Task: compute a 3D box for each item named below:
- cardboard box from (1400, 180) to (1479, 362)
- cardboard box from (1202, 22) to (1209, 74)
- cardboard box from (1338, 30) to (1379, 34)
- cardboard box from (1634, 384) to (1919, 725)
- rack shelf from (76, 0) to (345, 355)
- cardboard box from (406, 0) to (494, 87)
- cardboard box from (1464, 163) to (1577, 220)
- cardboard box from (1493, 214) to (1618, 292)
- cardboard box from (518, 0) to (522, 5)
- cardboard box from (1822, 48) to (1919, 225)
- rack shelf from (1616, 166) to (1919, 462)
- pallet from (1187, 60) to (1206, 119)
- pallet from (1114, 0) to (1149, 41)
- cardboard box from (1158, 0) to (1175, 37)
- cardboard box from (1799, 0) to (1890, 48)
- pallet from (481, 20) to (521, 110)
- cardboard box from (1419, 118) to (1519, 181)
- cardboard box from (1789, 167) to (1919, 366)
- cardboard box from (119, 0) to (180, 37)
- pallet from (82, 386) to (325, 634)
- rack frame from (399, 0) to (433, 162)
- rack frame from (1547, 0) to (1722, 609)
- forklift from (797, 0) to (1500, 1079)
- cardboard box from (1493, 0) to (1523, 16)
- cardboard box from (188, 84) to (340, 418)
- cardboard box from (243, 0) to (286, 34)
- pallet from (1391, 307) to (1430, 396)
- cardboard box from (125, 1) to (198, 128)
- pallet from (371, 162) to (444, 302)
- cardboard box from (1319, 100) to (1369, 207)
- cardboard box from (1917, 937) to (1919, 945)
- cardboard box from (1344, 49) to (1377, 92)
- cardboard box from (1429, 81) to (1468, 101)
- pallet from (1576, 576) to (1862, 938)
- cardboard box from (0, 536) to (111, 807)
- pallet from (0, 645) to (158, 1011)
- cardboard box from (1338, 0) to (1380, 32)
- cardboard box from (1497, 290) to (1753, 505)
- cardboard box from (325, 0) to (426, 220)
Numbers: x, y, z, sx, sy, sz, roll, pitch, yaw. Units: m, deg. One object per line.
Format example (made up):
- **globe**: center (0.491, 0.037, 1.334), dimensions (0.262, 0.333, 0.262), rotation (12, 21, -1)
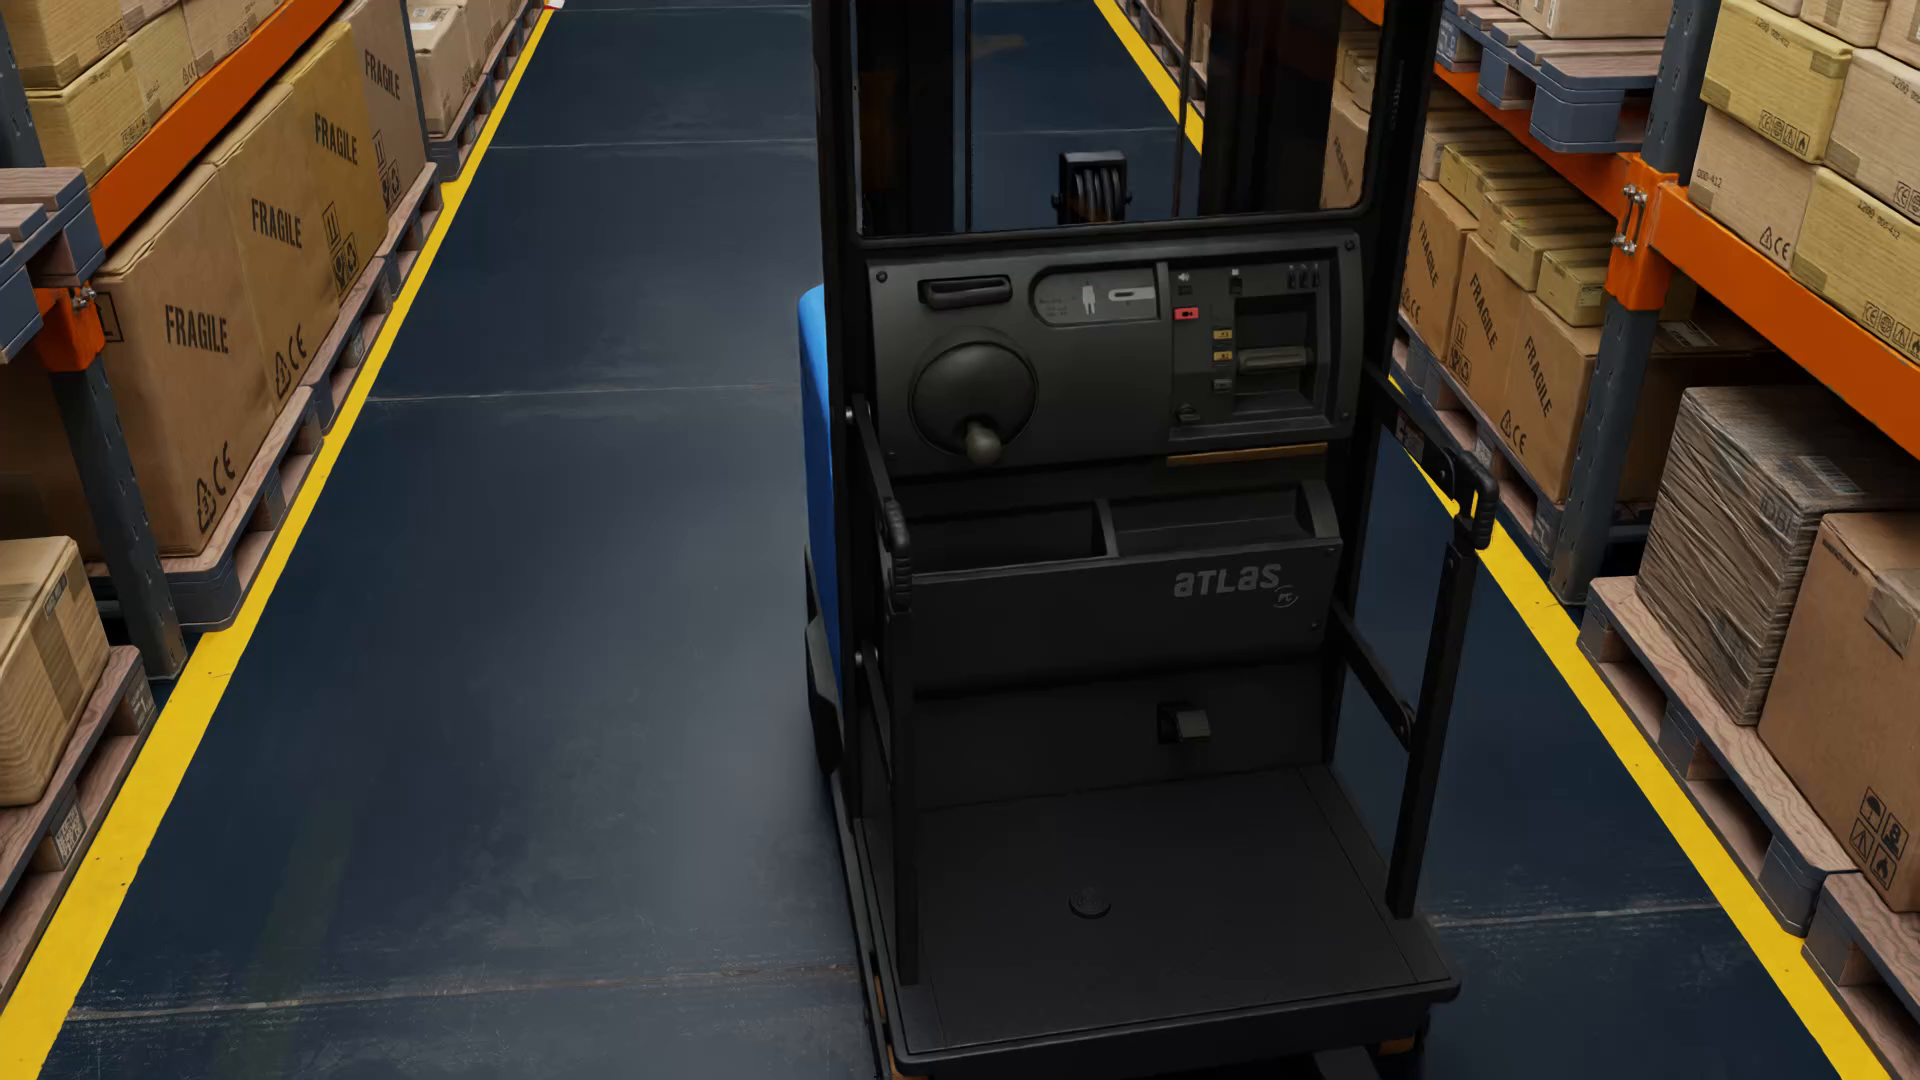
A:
- **cardboard box**: center (1.932, -0.977, 5.988), dimensions (0.500, 0.500, 0.500), rotation (-1, 31, -2)
- **cardboard box**: center (1.522, -2.642, 9.005), dimensions (0.396, 0.266, 0.258), rotation (-2, 31, -3)
- **cardboard box**: center (1.771, -2.235, 7.462), dimensions (0.380, 0.149, 0.250), rotation (-4, 31, -6)
- **cardboard box**: center (2.318, 0.018, 4.202), dimensions (0.875, 0.625, 0.625), rotation (-2, 31, -3)
- **rack shelf**: center (-2.855, -1.613, 5.727), dimensions (1.077, 0.370, 4.000), rotation (-3, 31, -5)
- **cardboard box**: center (-3.078, -2.806, 9.112), dimensions (0.875, 0.438, 0.875), rotation (-4, 31, -6)
- **cardboard box**: center (1.959, -1.178, 5.692), dimensions (0.380, 0.149, 0.250), rotation (-2, 31, -3)
- **cardboard box**: center (1.919, -0.904, 5.234), dimensions (0.380, 0.149, 0.250), rotation (-4, 31, -7)
- **cardboard box**: center (-3.254, -3.734, 10.665), dimensions (0.875, 0.438, 0.875), rotation (-4, 31, -6)
- **cardboard box**: center (2.118, -0.797, 3.318), dimensions (0.500, 0.250, 0.500), rotation (-2, 31, -3)
- **rack shelf**: center (2.461, 0.189, 2.710), dimensions (1.077, 0.370, 4.000), rotation (-3, 31, -5)
- **pallet**: center (1.837, -2.336, 8.956), dimensions (1.003, 0.211, 1.213), rotation (-3, 31, -5)
- **pallet**: center (1.609, -3.582, 11.042), dimensions (1.003, 0.211, 1.213), rotation (-3, 31, -5)
- **cardboard box**: center (1.480, -3.302, 9.882), dimensions (0.500, 0.500, 0.500), rotation (-2, 31, -4)
- **cardboard box**: center (2.036, -1.149, 3.519), dimensions (0.380, 0.149, 0.250), rotation (-2, 31, -4)
- **pallet**: center (-3.152, -2.762, 9.669), dimensions (1.003, 0.211, 1.213), rotation (-3, 31, -5)
- **cardboard box**: center (1.879, -1.445, 6.139), dimensions (0.380, 0.149, 0.250), rotation (-4, 31, -7)
- **cardboard box**: center (2.114, -0.581, 3.444), dimensions (0.500, 0.250, 0.500), rotation (-3, 31, -6)
- **cardboard box**: center (-2.517, -1.586, 4.638), dimensions (0.500, 0.250, 0.500), rotation (-2, 31, -3)
- **pallet**: center (-2.667, -0.110, 5.228), dimensions (1.003, 0.211, 1.213), rotation (-3, 31, -5)
- **rack frame**: center (-3.042, -2.943, 7.252), dimensions (1.000, 3.000, 0.127), rotation (-3, 31, -5)
- **rack frame**: center (2.274, -1.141, 4.235), dimensions (1.000, 3.000, 0.127), rotation (-3, 31, -5)
- **forklift**: center (0.338, -0.301, 2.896), dimensions (1.130, 2.935, 3.031), rotation (-5, 31, -9)
- **cardboard box**: center (1.853, -1.780, 5.041), dimensions (0.500, 0.250, 0.500), rotation (-4, 31, -7)
- **cardboard box**: center (-2.729, -0.981, 5.630), dimensions (0.875, 0.875, 0.875), rotation (-2, 31, -4)
- **cardboard box**: center (-2.622, -1.880, 5.618), dimensions (0.500, 0.250, 0.500), rotation (-3, 31, -5)
- **pallet**: center (2.131, -0.948, 6.631), dimensions (1.003, 0.211, 1.213), rotation (-3, 31, -5)
- **cardboard box**: center (-2.529, -1.360, 4.748), dimensions (0.500, 0.250, 0.500), rotation (-4, 31, -6)
- **pallet**: center (-2.895, -1.356, 7.314), dimensions (1.003, 0.211, 1.213), rotation (-3, 31, -5)
- **cardboard box**: center (1.823, -1.506, 6.874), dimensions (0.500, 0.500, 0.500), rotation (-4, 31, -6)
- **cardboard box**: center (2.450, 0.695, 3.068), dimensions (0.875, 0.625, 0.625), rotation (-4, 31, -7)
- **cardboard box**: center (1.846, -1.965, 7.011), dimensions (0.380, 0.149, 0.250), rotation (-3, 31, -5)
- **cardboard box**: center (1.853, -1.709, 6.582), dimensions (0.380, 0.149, 0.250), rotation (-2, 31, -3)
- **pallet**: center (2.312, 0.479, 4.243), dimensions (1.003, 0.211, 1.213), rotation (-3, 31, -5)
- **cardboard box**: center (-2.625, 0.336, 3.916), dimensions (0.950, 0.372, 0.625), rotation (-5, 31, -8)
- **pallet**: center (-2.596, 0.695, 3.880), dimensions (1.003, 0.211, 1.213), rotation (-3, 31, -5)
- **cardboard box**: center (1.741, -2.370, 7.398), dimensions (0.380, 0.149, 0.250), rotation (-4, 31, -7)
- **cardboard box**: center (2.020, -0.453, 5.112), dimensions (0.500, 0.500, 0.500), rotation (-2, 31, -3)
- **cardboard box**: center (-2.904, -1.899, 7.166), dimensions (0.875, 0.875, 0.875), rotation (-2, 31, -3)
